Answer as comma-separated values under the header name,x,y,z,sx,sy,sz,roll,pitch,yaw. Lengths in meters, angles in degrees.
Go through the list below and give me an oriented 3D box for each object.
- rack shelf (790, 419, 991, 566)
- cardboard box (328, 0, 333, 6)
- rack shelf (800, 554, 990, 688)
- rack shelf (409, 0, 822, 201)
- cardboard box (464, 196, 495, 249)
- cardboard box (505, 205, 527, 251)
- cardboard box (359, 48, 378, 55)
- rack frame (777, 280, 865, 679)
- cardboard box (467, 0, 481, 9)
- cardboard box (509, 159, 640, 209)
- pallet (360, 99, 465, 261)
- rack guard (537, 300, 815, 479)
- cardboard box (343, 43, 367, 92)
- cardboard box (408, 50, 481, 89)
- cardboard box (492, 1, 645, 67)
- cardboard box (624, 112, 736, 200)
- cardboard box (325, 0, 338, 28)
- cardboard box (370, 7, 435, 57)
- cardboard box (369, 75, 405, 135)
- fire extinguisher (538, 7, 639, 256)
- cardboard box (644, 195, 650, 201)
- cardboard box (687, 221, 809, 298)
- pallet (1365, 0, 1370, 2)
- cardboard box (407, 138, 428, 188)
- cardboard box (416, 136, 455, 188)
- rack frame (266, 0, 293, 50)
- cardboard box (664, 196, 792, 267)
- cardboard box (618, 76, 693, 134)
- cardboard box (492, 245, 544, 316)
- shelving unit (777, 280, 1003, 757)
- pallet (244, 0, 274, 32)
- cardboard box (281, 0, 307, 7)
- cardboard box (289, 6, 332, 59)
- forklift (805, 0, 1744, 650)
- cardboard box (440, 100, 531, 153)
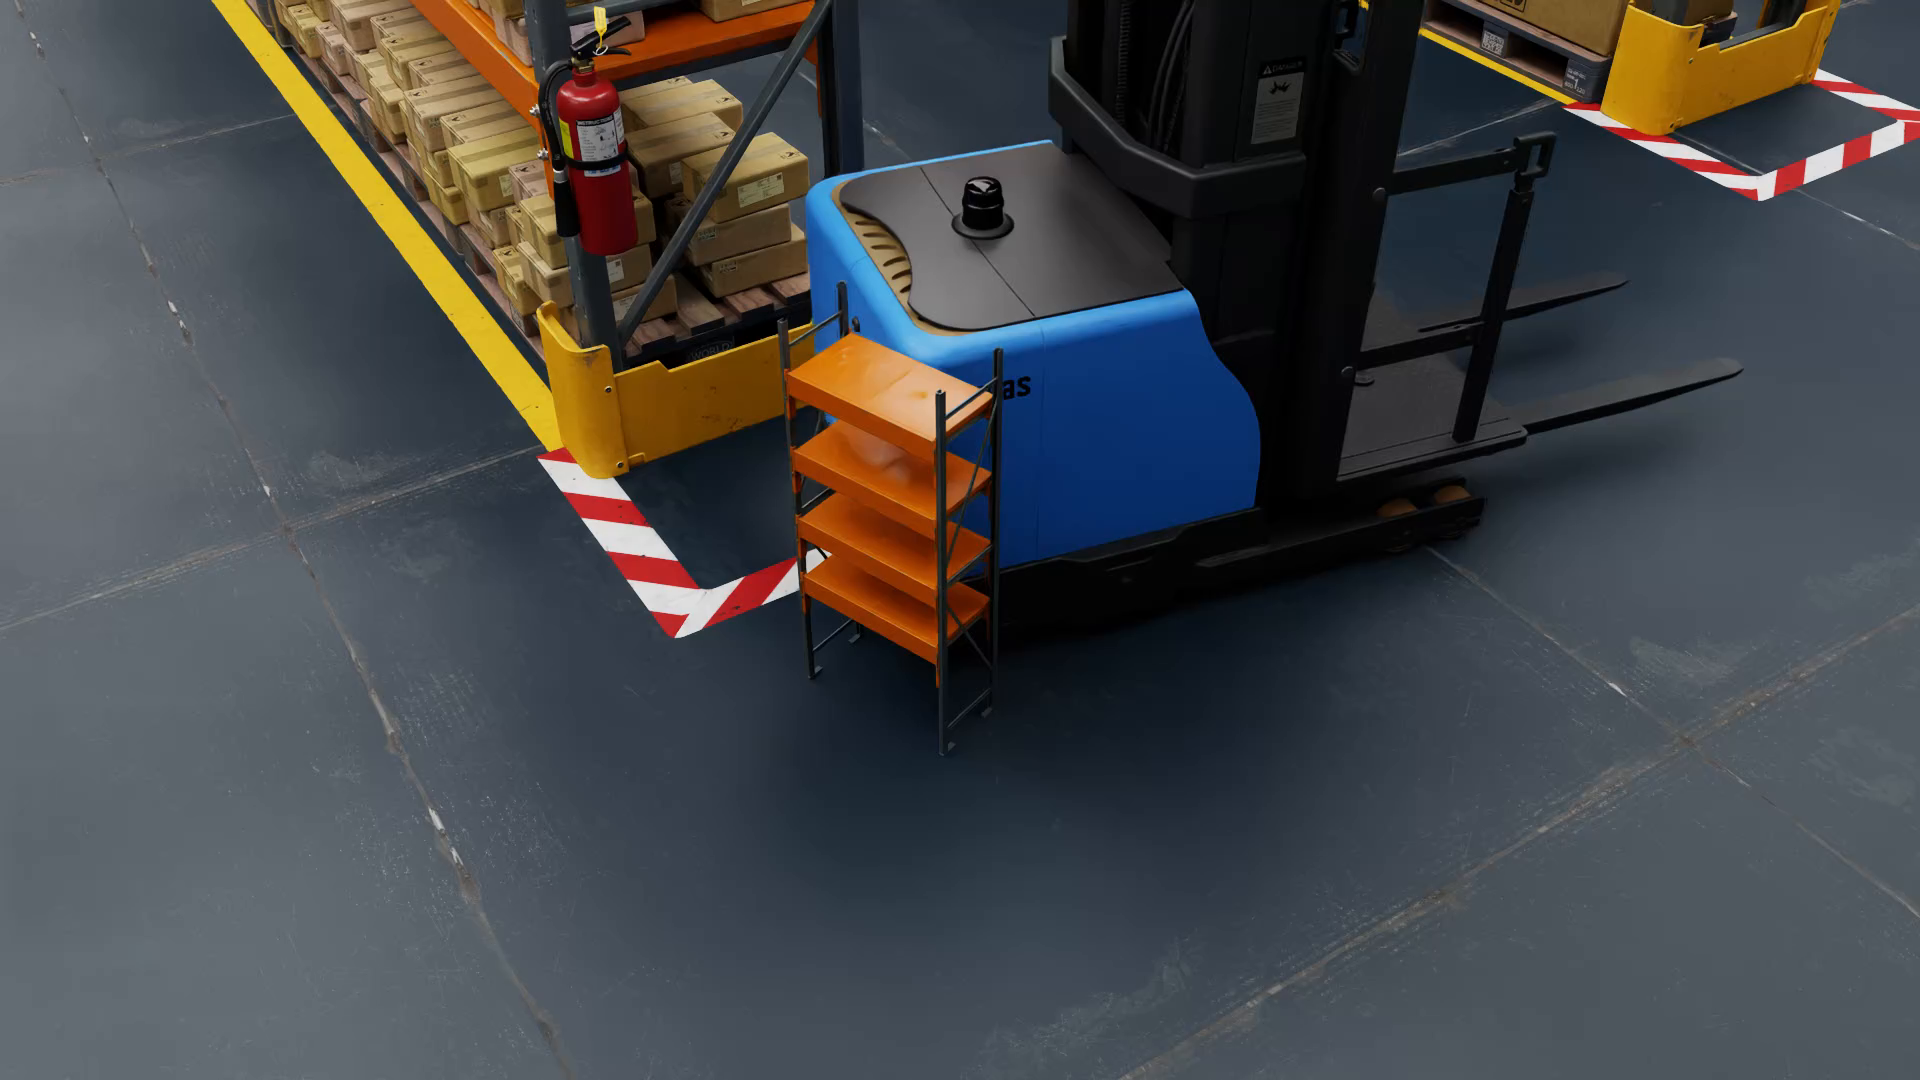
name,x,y,z,sx,sy,sz,roll,pitch,yaw
rack shelf,-0.169,-0.148,4.247,0.480,0.148,0.258,27,47,28
cardboard box,-2.627,-2.497,7.338,0.380,0.149,0.250,-23,45,-25
rack shelf,-0.169,0.176,4.517,0.480,0.148,0.258,27,47,28
rack shelf,-1.838,-2.393,6.340,1.077,0.370,4.000,-22,45,-24
cardboard box,-1.658,-1.273,6.333,0.380,0.149,0.250,-22,44,-24
cardboard box,-1.382,-1.116,5.913,0.380,0.149,0.250,-23,45,-25
cardboard box,-2.344,-2.095,7.088,0.380,0.149,0.250,-20,44,-22
rack frame,-0.362,-0.124,4.462,0.015,1.200,0.240,27,47,28
cardboard box,-1.426,-1.849,5.322,0.380,0.149,0.250,-23,45,-25
cardboard box,-1.347,-1.238,5.827,0.380,0.149,0.250,-21,44,-24
pallet,-1.862,-1.668,7.086,1.003,0.211,1.213,-22,45,-24
rack guard,-0.803,-0.670,5.664,1.175,0.500,0.348,-22,45,-24
cardboard box,-2.489,-2.128,7.359,0.380,0.149,0.250,-23,45,-25
cardboard box,-1.919,-1.802,6.503,0.380,0.149,0.250,-24,45,-26
cardboard box,-1.176,-1.572,4.989,0.380,0.149,0.250,-22,45,-24
cardboard box,-1.007,-1.391,6.011,0.380,0.149,0.250,-21,44,-24
cardboard box,-2.615,-2.398,7.451,0.380,0.149,0.250,-22,45,-25
cardboard box,-2.183,-2.080,6.837,0.380,0.149,0.250,-24,45,-26
cardboard box,-2.151,-1.795,6.728,0.380,0.149,0.250,-22,44,-24
fire extinguisher,-1.016,-1.122,4.605,0.296,0.674,0.183,-22,45,-24
cardboard box,-1.134,-1.410,6.265,0.380,0.149,0.250,-22,44,-24
cardboard box,-0.774,-1.049,6.064,0.380,0.149,0.250,-21,44,-24
pallet,2.326,-3.233,8.965,1.003,0.211,1.213,-22,45,-24
cardboard box,-1.978,-1.543,6.658,0.380,0.149,0.250,-21,44,-24
cardboard box,-1.857,-1.511,6.387,0.380,0.149,0.250,-22,44,-24
rack frame,-2.913,-3.748,7.405,1.000,3.000,0.127,-22,45,-24
cardboard box,-0.828,-1.141,5.943,0.380,0.149,0.250,-20,44,-23
cardboard box,-1.238,-1.677,6.353,0.380,0.149,0.250,-24,46,-26
cardboard box,-1.445,-0.972,5.972,0.380,0.149,0.250,-21,44,-23
shelving unit,-0.169,-0.028,4.347,0.503,1.200,0.258,27,47,28
pallet,-3.333,-3.097,8.802,1.003,0.211,1.213,-22,45,-24
cardboard box,-2.988,-2.623,7.721,0.380,0.149,0.250,-20,44,-22
cardboard box,-2.845,-2.364,7.643,0.380,0.149,0.250,-21,44,-23
forklift,1.108,-1.392,4.631,3.031,2.935,1.130,-14,42,-16
cardboard box,-1.680,-1.496,6.136,0.380,0.149,0.250,-24,45,-26
